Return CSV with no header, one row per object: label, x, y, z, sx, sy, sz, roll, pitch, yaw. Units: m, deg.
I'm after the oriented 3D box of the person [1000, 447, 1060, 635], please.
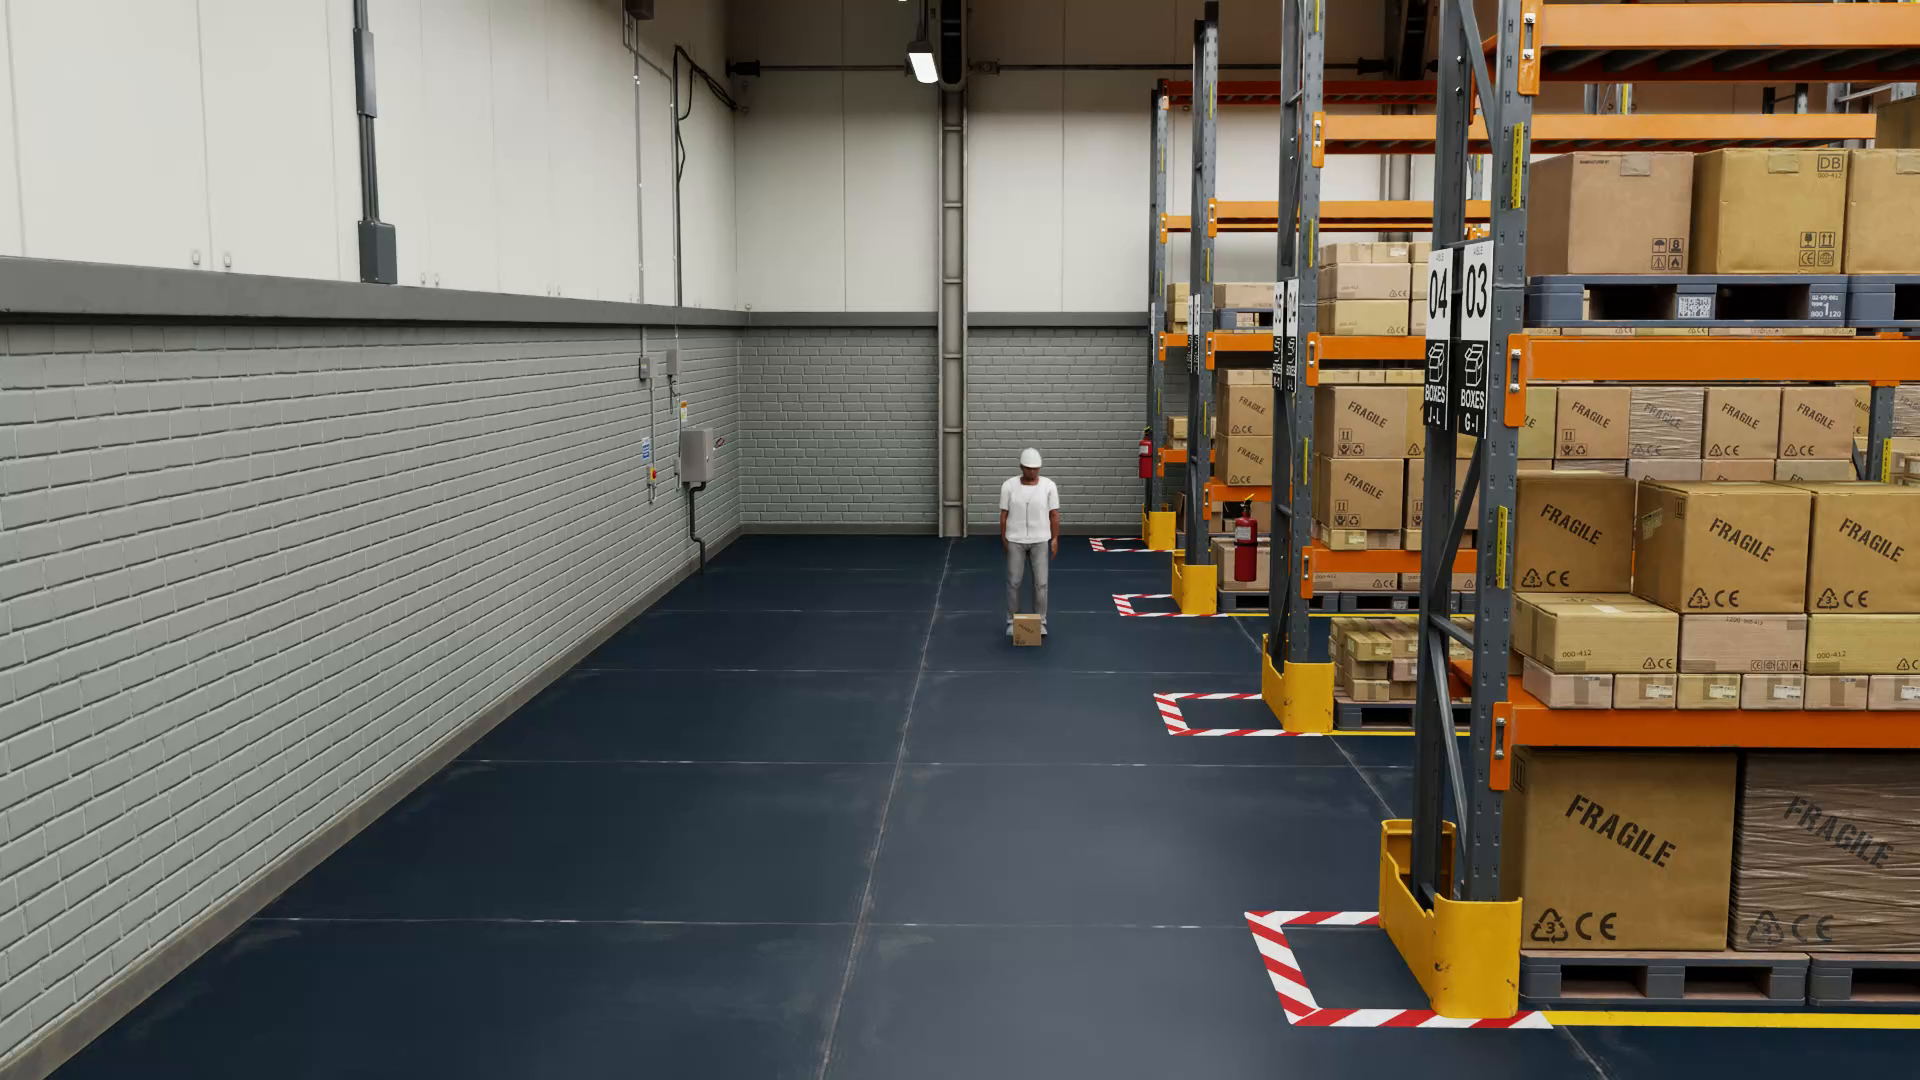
person,0.653,0.012,15.606,0.567,1.764,0.363,0,7,2
